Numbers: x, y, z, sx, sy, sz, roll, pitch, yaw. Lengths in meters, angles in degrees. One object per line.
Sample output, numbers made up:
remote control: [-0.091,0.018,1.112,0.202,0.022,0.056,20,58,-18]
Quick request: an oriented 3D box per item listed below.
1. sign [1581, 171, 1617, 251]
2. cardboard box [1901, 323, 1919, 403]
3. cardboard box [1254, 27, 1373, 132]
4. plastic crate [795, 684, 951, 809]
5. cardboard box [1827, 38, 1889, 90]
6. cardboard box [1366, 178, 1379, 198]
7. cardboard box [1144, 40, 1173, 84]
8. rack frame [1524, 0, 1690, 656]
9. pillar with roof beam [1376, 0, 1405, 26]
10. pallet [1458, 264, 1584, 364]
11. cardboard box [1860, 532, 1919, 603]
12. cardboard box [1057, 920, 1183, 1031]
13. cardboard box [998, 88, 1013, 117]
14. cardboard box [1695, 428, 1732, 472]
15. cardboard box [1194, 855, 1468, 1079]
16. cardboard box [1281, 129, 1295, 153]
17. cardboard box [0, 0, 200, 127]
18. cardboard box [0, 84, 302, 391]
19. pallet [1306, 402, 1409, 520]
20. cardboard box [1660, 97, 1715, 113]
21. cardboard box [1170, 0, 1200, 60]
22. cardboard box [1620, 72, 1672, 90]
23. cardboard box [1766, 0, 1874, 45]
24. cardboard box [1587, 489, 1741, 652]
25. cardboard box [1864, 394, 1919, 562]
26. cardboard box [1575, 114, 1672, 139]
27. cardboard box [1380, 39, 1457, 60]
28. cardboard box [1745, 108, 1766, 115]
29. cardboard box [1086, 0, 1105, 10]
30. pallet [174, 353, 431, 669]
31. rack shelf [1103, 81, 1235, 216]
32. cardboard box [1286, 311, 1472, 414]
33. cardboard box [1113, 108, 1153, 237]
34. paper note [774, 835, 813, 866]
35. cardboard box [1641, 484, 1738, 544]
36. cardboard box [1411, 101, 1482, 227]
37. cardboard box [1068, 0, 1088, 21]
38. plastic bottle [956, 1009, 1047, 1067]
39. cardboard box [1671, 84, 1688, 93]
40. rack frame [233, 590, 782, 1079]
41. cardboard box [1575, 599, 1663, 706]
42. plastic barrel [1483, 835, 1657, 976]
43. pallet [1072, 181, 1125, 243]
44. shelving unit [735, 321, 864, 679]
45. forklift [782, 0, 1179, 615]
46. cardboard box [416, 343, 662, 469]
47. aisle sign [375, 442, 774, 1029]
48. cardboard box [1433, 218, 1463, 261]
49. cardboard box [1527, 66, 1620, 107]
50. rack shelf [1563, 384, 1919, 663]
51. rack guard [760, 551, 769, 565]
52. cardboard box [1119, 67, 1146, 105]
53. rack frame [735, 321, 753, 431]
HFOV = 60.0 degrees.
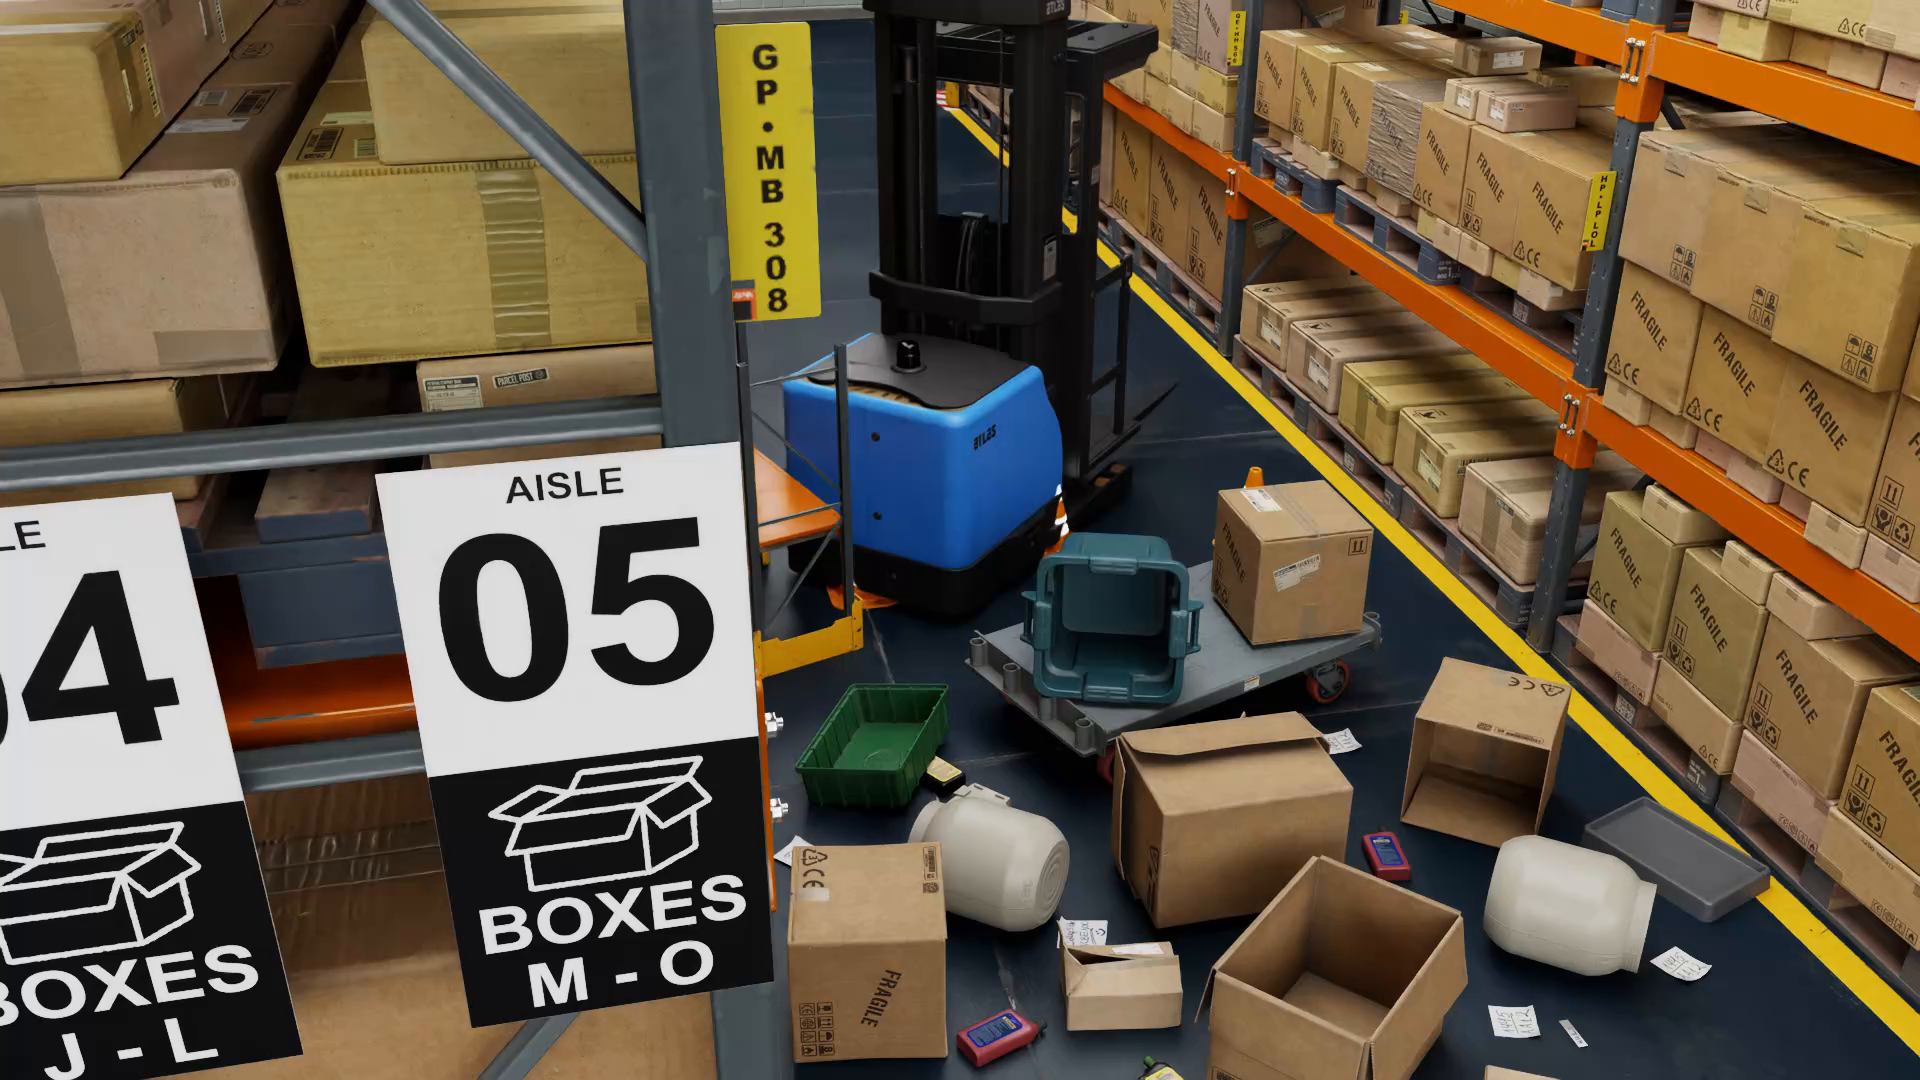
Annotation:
sign: [2.609,-1.341,6.793,0.100,0.325,0.005,-6,27,-12]
cardboard box: [3.423,-0.621,5.102,0.700,0.500,0.500,-6,27,-12]
cardboard box: [2.123,-2.782,10.026,0.500,0.500,0.500,-7,28,-13]
plastic crate: [-0.336,0.838,6.818,0.450,0.188,0.662,-2,25,20]
cardboard box: [3.165,-1.615,5.571,0.380,0.149,0.250,-5,27,-10]
cardboard box: [2.461,-1.959,9.115,0.380,0.149,0.250,-5,27,-10]
cardboard box: [1.636,-3.429,11.825,0.500,0.250,0.500,-7,28,-13]
rack frame: [3.148,-0.882,7.169,1.000,3.000,0.127,-6,27,-12]
pillar with roof beam: [1.356,-10.172,18.916,9.100,9.000,0.400,-6,27,-12]
pallet: [3.118,-1.147,7.906,1.003,0.211,1.213,-6,27,-12]
cardboard box: [3.270,0.071,5.559,0.380,0.149,0.250,-6,27,-12]
cardboard box: [0.530,1.453,5.576,0.396,0.266,0.258,-1,27,-3]
cardboard box: [0.905,-4.513,16.740,0.875,0.438,0.875,-5,27,-10]
cardboard box: [3.104,-0.380,6.453,0.380,0.149,0.250,-6,27,-12]
cardboard box: [1.187,1.474,5.271,0.637,0.503,0.797,19,32,32]
cardboard box: [2.170,-2.424,10.037,0.380,0.149,0.250,-8,28,-15]
cardboard box: [-1.211,-0.617,2.132,0.380,0.149,0.250,-6,27,-11]
cardboard box: [-1.133,-0.403,2.149,0.500,0.250,0.500,-6,27,-11]
pallet: [2.693,-0.516,9.537,1.003,0.211,1.213,-6,27,-12]
cardboard box: [6.284,-3.732,14.404,0.380,0.149,0.250,-6,27,-12]
cardboard box: [1.752,-3.554,11.242,0.500,0.500,0.500,-5,27,-11]
cardboard box: [6.108,-4.100,14.802,0.380,0.149,0.250,-7,28,-14]
cardboard box: [3.106,-1.841,5.575,0.500,0.250,0.500,-6,27,-12]
cardboard box: [3.018,0.110,6.957,0.500,0.500,0.500,-5,27,-9]
cardboard box: [3.346,-0.179,5.334,0.500,0.500,0.500,-6,27,-11]
cardboard box: [3.209,-1.702,7.886,0.500,0.500,0.500,-6,27,-11]
cardboard box: [2.747,-2.606,9.677,0.500,0.500,0.500,-6,27,-12]
cardboard box: [6.878,-3.565,14.072,0.380,0.149,0.250,-6,27,-11]
cardboard box: [1.306,-4.442,13.001,0.500,0.500,0.500,-6,27,-12]
pallet: [-0.927,-0.203,2.593,1.003,0.211,1.213,-6,27,-12]
rack shelf: [1.796,-3.195,12.549,1.077,0.370,4.000,-6,27,-12]
cardboard box: [2.539,-1.080,10.012,0.950,0.372,0.625,-6,27,-13]
cardboard box: [1.774,-2.973,13.204,0.875,0.875,0.875,-5,27,-10]
paper note: [-0.618,1.193,6.351,0.142,0.020,0.147,19,32,32]
cardboard box: [2.988,-0.119,6.690,0.380,0.149,0.250,-6,27,-11]
cardboard box: [2.597,-1.871,8.221,0.500,0.500,0.500,-5,27,-10]
cardboard box: [1.170,-4.329,13.609,0.500,0.250,0.500,-7,28,-13]
plastic bottle: [0.141,1.623,5.467,0.283,0.061,0.133,-16,31,-29]
cardboard box: [6.609,-4.014,14.961,0.380,0.149,0.250,-6,27,-12]
rack frame: [-0.750,1.421,2.606,1.000,3.000,0.127,-6,27,-12]
cardboard box: [3.018,0.444,7.126,0.500,0.250,0.500,-7,28,-14]
plastic barrel: [2.109,1.271,5.762,0.512,0.421,0.421,13,30,24]
pallet: [1.593,-2.818,14.099,1.003,0.211,1.213,-6,27,-12]
shelving unit: [-0.977,-0.306,7.691,0.587,1.500,1.083,-16,31,-28]
forklift: [0.307,-1.579,8.625,1.130,2.935,3.031,14,30,26]
cardboard box: [-0.515,-0.221,2.232,0.380,0.149,0.250,-6,27,-11]
aisle sign: [-0.442,0.261,2.019,0.394,0.787,0.004,-6,27,-12]
cardboard box: [2.567,-1.494,8.193,0.380,0.149,0.250,-6,27,-11]
cardboard box: [3.042,-2.245,8.243,0.380,0.149,0.250,-4,27,-9]
rack shelf: [3.599,0.317,5.591,1.077,0.370,4.000,-6,27,-12]
rack guard: [-1.240,0.062,8.350,0.587,0.250,0.087,-16,31,-28]
cardboard box: [1.509,-3.433,12.389,0.500,0.250,0.500,-6,27,-12]
rack frame: [-1.241,-0.497,8.070,0.500,1.500,0.032,-16,31,-28]
